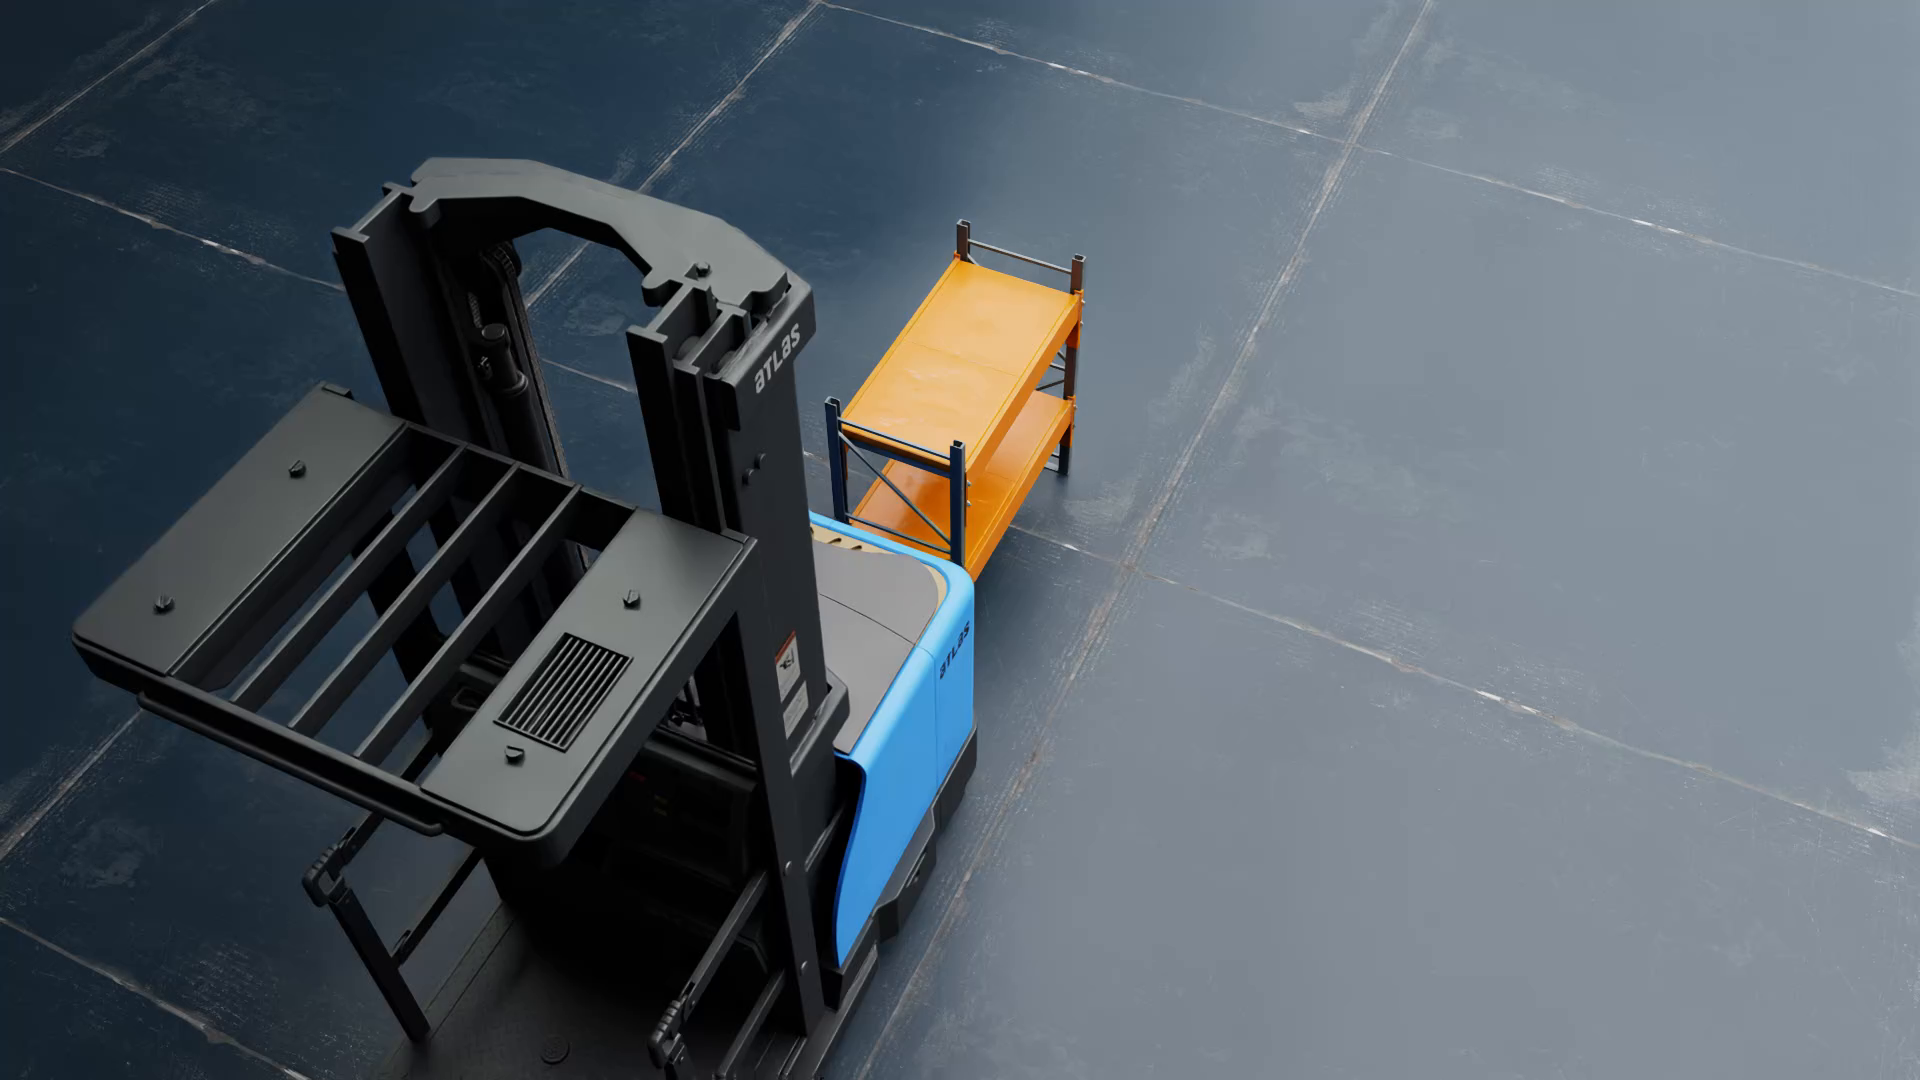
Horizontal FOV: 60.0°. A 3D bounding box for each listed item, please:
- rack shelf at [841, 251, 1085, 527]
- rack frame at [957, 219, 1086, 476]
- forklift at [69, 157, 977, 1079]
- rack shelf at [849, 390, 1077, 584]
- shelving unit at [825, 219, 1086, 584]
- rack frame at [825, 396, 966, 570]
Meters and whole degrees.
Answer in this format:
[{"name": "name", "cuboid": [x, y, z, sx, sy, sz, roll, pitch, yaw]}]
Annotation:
[{"name": "rack shelf", "cuboid": [0.003, -0.559, 5.918, 0.538, 0.278, 1.000, 20, 52, 16]}, {"name": "rack frame", "cuboid": [0.220, -0.719, 6.439, 0.500, 1.125, 0.032, 20, 52, 16]}, {"name": "forklift", "cuboid": [-1.020, 0.702, 4.043, 1.130, 2.935, 3.031, 19, 52, 16]}, {"name": "rack shelf", "cuboid": [0.003, -0.211, 6.327, 0.538, 0.278, 1.000, 20, 52, 16]}, {"name": "shelving unit", "cuboid": [0.003, -0.369, 6.141, 0.538, 1.125, 1.048, 20, 52, 16]}, {"name": "rack frame", "cuboid": [-0.214, -0.019, 5.843, 0.500, 1.125, 0.032, 20, 52, 16]}]
